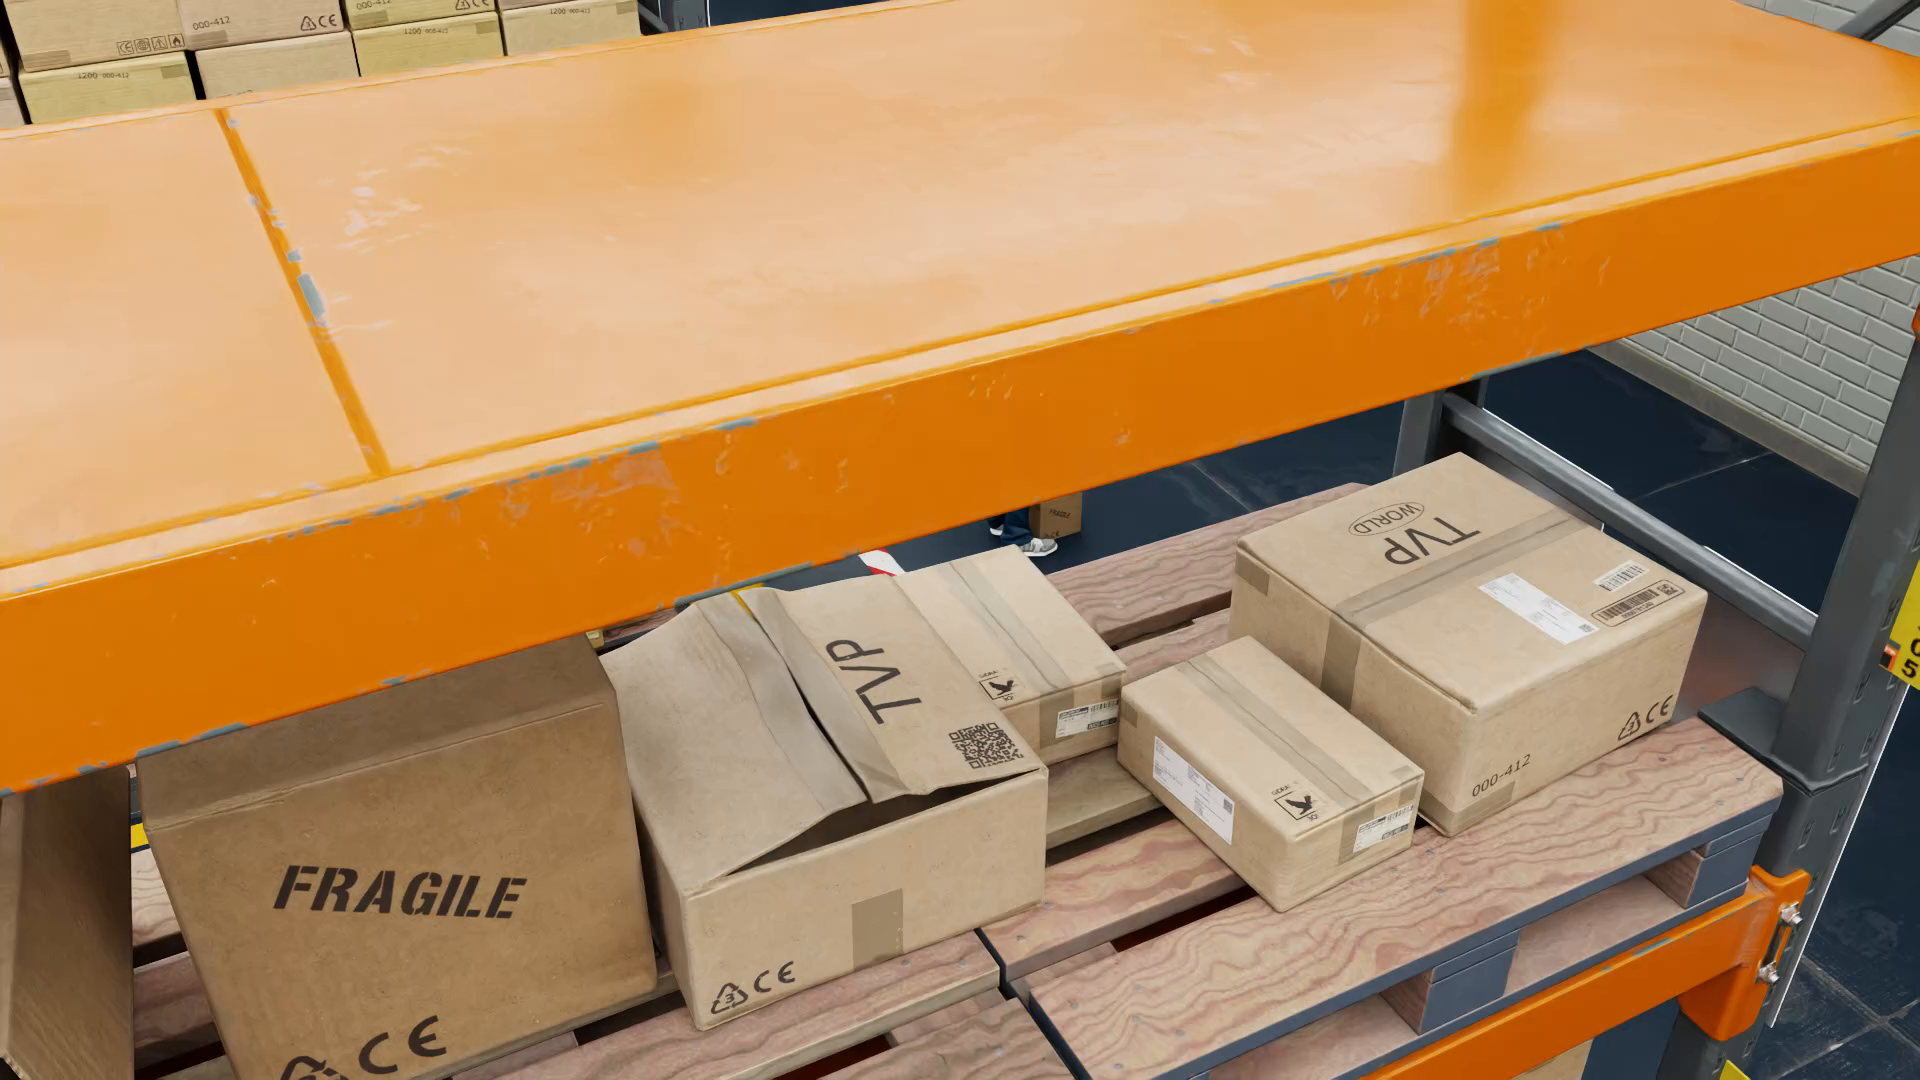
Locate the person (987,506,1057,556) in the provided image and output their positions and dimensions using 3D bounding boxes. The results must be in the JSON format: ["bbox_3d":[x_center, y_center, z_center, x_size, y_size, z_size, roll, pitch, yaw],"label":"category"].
[{"bbox_3d":[0.267,-0.677,8.173,0.375,1.593,0.484,-18,38,-26],"label":"person"}]
